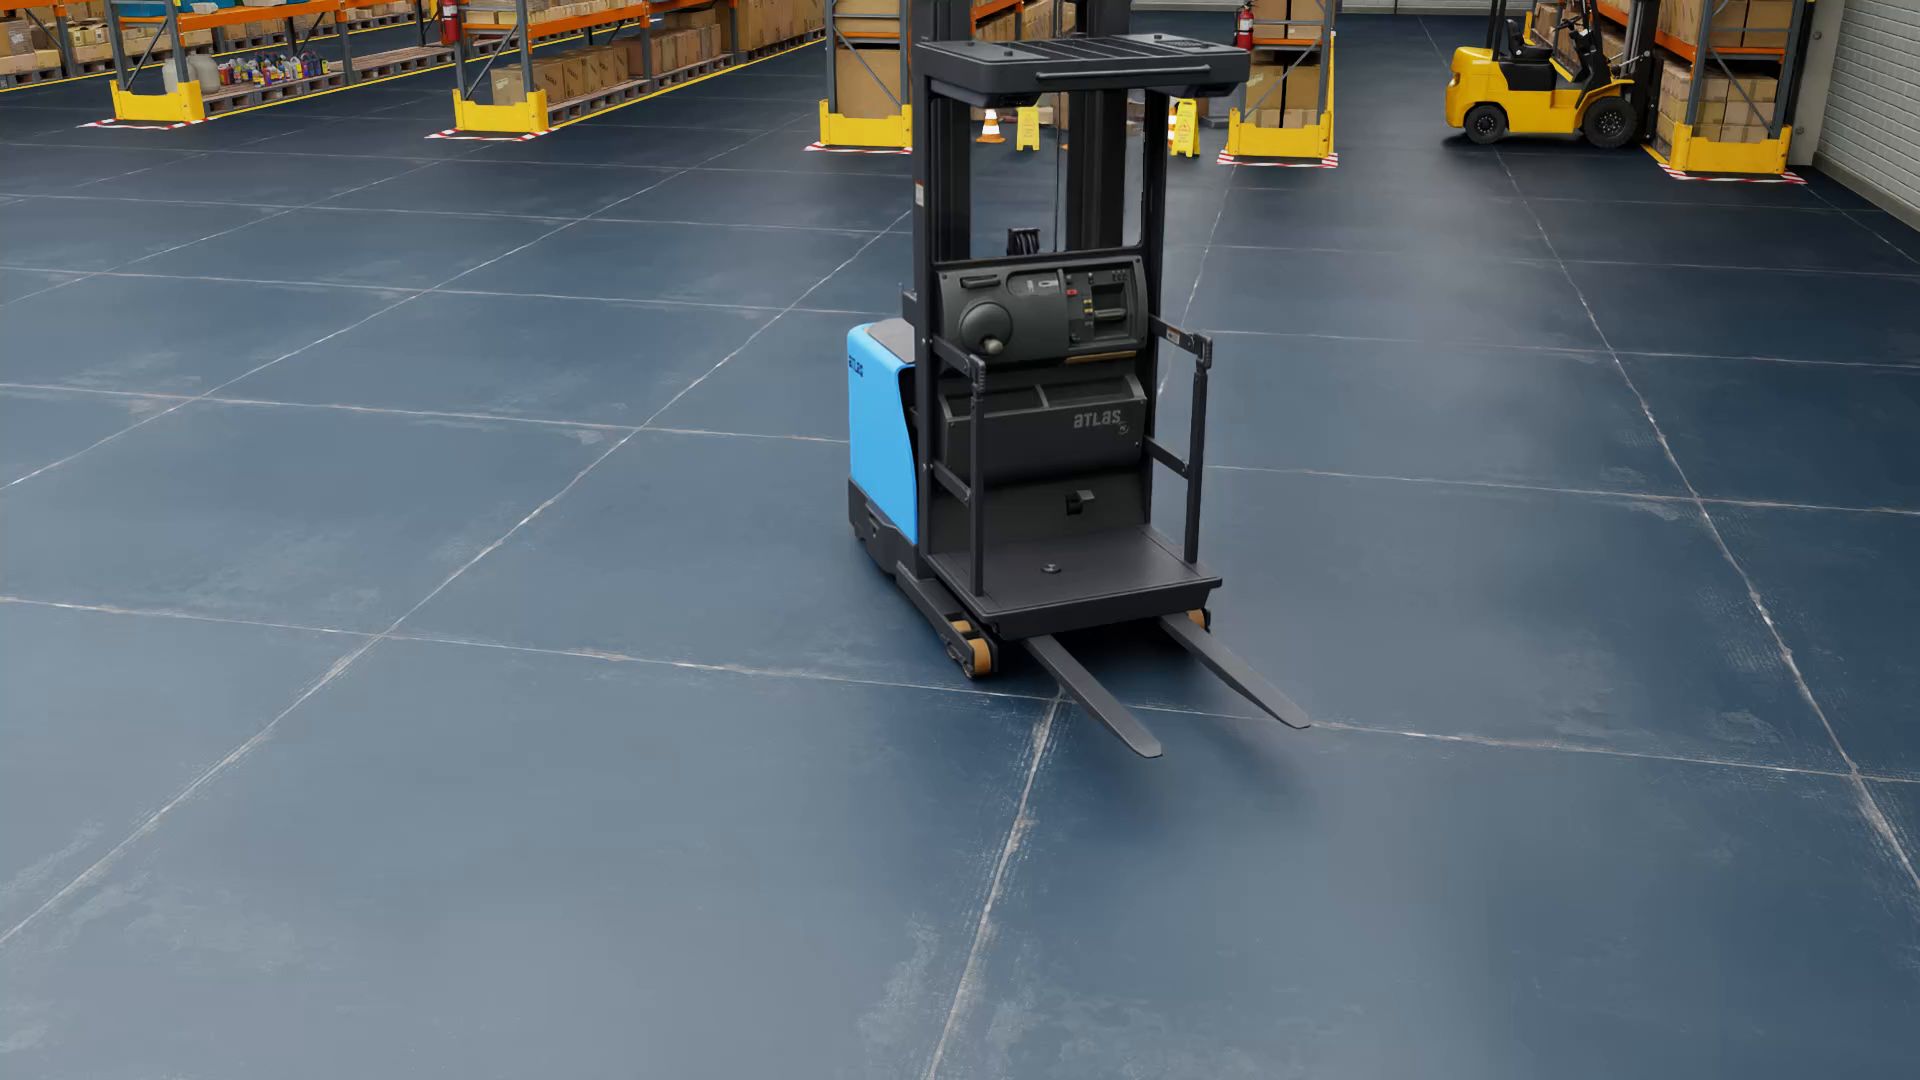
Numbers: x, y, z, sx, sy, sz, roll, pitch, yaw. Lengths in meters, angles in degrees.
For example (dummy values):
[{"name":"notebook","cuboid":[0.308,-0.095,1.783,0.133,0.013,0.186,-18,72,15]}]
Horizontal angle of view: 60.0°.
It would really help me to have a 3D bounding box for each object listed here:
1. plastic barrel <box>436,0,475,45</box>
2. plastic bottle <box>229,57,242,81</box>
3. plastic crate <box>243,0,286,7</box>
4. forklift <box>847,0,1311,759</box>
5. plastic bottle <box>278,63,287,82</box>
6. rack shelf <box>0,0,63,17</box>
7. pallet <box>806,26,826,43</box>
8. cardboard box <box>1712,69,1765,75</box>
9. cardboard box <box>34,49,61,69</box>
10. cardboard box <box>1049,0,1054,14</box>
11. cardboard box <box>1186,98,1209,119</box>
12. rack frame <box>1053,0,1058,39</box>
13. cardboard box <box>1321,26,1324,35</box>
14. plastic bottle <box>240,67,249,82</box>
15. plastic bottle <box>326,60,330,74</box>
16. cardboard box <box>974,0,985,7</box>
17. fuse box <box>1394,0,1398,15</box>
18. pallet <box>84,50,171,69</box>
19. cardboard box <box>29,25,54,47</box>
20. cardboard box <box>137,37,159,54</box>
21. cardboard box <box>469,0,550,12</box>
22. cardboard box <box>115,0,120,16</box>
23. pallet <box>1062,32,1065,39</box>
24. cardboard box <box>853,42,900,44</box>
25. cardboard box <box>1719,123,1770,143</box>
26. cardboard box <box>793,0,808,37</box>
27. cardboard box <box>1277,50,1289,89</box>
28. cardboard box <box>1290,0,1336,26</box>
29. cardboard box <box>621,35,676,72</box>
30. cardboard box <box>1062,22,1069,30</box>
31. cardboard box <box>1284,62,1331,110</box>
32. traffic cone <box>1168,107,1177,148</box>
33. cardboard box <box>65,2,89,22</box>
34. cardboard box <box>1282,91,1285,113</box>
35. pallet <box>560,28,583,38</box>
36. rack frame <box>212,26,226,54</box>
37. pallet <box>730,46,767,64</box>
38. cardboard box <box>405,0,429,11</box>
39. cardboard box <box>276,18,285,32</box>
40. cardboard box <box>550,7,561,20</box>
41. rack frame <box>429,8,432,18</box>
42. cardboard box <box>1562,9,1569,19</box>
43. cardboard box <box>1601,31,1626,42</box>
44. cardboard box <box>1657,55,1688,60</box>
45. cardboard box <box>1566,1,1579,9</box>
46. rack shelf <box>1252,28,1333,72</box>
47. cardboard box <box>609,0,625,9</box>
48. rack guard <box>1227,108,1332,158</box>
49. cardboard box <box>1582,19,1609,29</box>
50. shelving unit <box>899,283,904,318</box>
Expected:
[{"name":"plastic barrel","cuboid":[-9.082,-9.366,29.936,0.600,0.830,0.708,4,22,11]},{"name":"plastic bottle","cuboid":[-10.716,-6.954,24.561,0.144,0.351,0.185,5,23,13]},{"name":"plastic crate","cuboid":[-10.065,-7.799,24.056,0.530,0.136,0.437,4,22,11]},{"name":"forklift","cuboid":[0.435,-0.960,6.813,1.130,2.935,3.031,-8,23,-19]},{"name":"plastic bottle","cuboid":[-9.991,-6.886,24.498,0.097,0.271,0.097,0,22,0]},{"name":"rack shelf","cuboid":[-15.238,-7.848,24.789,1.077,0.370,4.000,4,22,11]},{"name":"pallet","cuboid":[-3.268,-10.061,33.053,1.003,0.211,1.213,4,22,11]},{"name":"cardboard box","cuboid":[8.994,-5.289,19.251,0.500,0.250,0.500,4,22,11]},{"name":"cardboard box","cuboid":[-14.710,-7.647,26.443,0.500,0.250,0.500,4,22,11]},{"name":"cardboard box","cuboid":[1.430,-9.759,30.350,0.500,0.250,0.500,4,22,9]},{"name":"cardboard box","cuboid":[3.018,-5.955,22.467,0.500,0.500,0.500,-16,27,-35]},{"name":"rack frame","cuboid":[1.335,-10.668,30.826,1.000,3.000,0.127,4,22,11]},{"name":"cardboard box","cuboid":[4.196,-6.115,19.858,0.380,0.149,0.250,4,22,9]},{"name":"plastic bottle","cuboid":[-10.588,-6.891,24.606,0.097,0.201,0.097,0,22,0]},{"name":"plastic bottle","cuboid":[-9.750,-7.284,25.582,0.097,0.201,0.097,0,22,0]},{"name":"cardboard box","cuboid":[0.073,-7.960,23.969,0.500,0.500,0.500,5,22,12]},{"name":"fuse box","cuboid":[10.172,-13.043,38.449,0.539,1.711,0.414,4,22,11]},{"name":"pallet","cuboid":[-14.471,-8.340,28.779,1.003,0.211,1.213,4,22,11]},{"name":"cardboard box","cuboid":[-15.028,-8.263,27.223,0.500,0.311,0.500,4,22,11]},{"name":"cardboard box","cuboid":[-14.192,-8.524,28.622,0.500,0.250,0.500,5,22,12]},{"name":"cardboard box","cuboid":[-5.810,-7.078,21.380,0.875,0.500,0.500,4,22,11]},{"name":"cardboard box","cuboid":[-17.795,-11.517,35.718,0.700,0.500,0.500,5,22,12]},{"name":"pallet","cuboid":[1.437,-9.623,31.964,1.003,0.211,1.213,4,22,11]},{"name":"cardboard box","cuboid":[-0.863,-6.063,21.675,0.875,0.875,0.875,4,22,10]},{"name":"cardboard box","cuboid":[8.904,-4.646,18.992,0.500,0.250,0.500,5,22,11]},{"name":"cardboard box","cuboid":[-3.611,-10.056,31.590,1.225,0.875,0.875,5,22,11]},{"name":"cardboard box","cuboid":[3.979,-6.087,21.568,0.500,0.500,0.500,6,23,14]},{"name":"cardboard box","cuboid":[4.121,-6.275,19.387,0.500,0.500,0.500,4,22,10]},{"name":"cardboard box","cuboid":[-4.871,-7.597,25.960,0.700,0.500,0.500,4,22,11]},{"name":"cardboard box","cuboid":[1.949,-10.126,32.736,0.380,0.149,0.250,4,22,9]},{"name":"cardboard box","cuboid":[4.192,-5.489,20.081,0.500,0.500,0.500,4,22,9]},{"name":"traffic cone","cuboid":[2.578,-5.018,20.193,0.336,0.463,0.334,4,22,11]},{"name":"cardboard box","cuboid":[-18.231,-10.840,33.570,0.750,0.750,0.750,5,23,13]},{"name":"cardboard box","cuboid":[3.981,-5.735,21.698,0.500,0.250,0.500,4,22,10]},{"name":"pallet","cuboid":[-8.237,-10.439,33.990,1.003,0.211,1.213,4,22,11]},{"name":"rack frame","cuboid":[-14.014,-10.376,30.103,1.000,3.000,0.127,4,22,11]},{"name":"pallet","cuboid":[-4.082,-8.609,29.447,1.003,0.211,1.213,4,22,11]},{"name":"cardboard box","cuboid":[-12.251,-12.129,37.212,0.500,0.500,0.500,4,22,11]},{"name":"cardboard box","cuboid":[-13.331,-10.132,32.253,0.500,0.500,0.500,4,22,9]},{"name":"cardboard box","cuboid":[-5.491,-6.937,21.899,0.380,0.149,0.250,4,22,11]},{"name":"rack frame","cuboid":[-12.381,-13.302,37.367,1.000,3.000,0.127,4,22,11]},{"name":"cardboard box","cuboid":[10.728,-9.176,29.037,0.380,0.149,0.250,6,23,13]},{"name":"cardboard box","cuboid":[10.104,-7.354,25.214,0.875,0.625,0.625,5,23,13]},{"name":"cardboard box","cuboid":[8.818,-5.886,20.732,0.500,0.250,0.500,5,23,13]},{"name":"cardboard box","cuboid":[10.787,-9.309,28.970,0.380,0.149,0.250,4,22,10]},{"name":"rack shelf","cuboid":[4.161,-6.336,21.035,1.077,0.370,4.000,4,22,11]},{"name":"cardboard box","cuboid":[-5.001,-7.662,23.699,0.380,0.149,0.250,4,22,11]},{"name":"rack guard","cuboid":[3.768,-4.807,19.620,1.175,0.500,0.348,4,22,11]},{"name":"cardboard box","cuboid":[10.369,-8.403,27.118,0.380,0.149,0.250,4,22,10]},{"name":"shelving unit","cuboid":[-0.100,-0.799,8.731,0.258,1.200,0.503,9,23,20]}]
